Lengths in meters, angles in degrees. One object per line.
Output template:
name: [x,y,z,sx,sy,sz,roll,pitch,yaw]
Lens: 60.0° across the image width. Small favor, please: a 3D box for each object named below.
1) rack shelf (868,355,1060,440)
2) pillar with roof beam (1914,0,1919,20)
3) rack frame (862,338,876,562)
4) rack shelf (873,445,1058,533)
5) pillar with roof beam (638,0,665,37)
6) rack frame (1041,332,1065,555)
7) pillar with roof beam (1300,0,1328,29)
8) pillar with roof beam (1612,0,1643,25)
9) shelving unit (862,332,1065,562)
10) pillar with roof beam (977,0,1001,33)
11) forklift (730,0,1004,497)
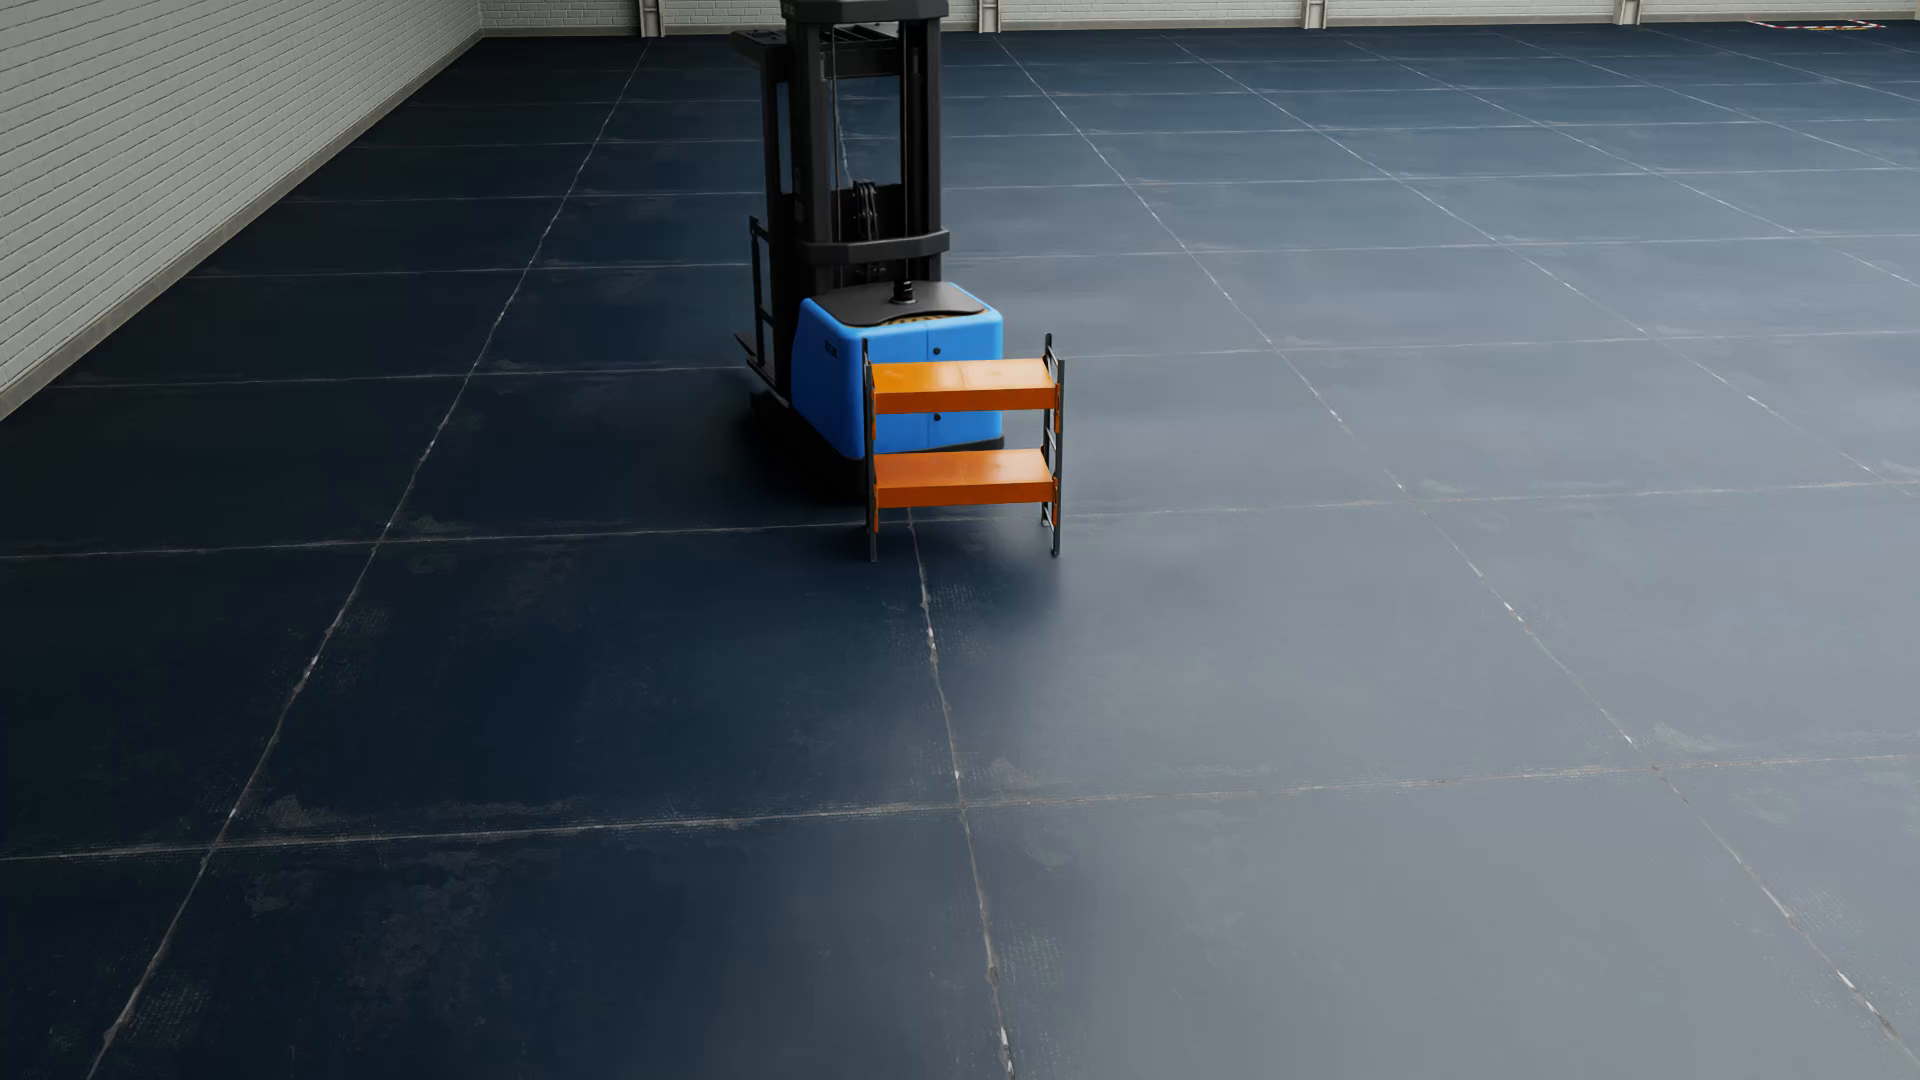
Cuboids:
rack shelf: [0.007,-0.782,9.040,1.000,0.278,0.538,-2,24,-5]
pillar with roof beam: [18.859,-12.284,25.943,0.400,9.000,9.100,-2,24,-5]
rack frame: [-0.499,-0.494,9.113,0.032,1.125,0.500,-2,24,-5]
rack shelf: [0.007,-0.291,9.258,1.000,0.278,0.538,-2,24,-5]
pillar with roof beam: [-5.025,-11.325,23.788,0.400,9.000,9.100,-2,24,-5]
rack frame: [0.513,-0.535,9.204,0.032,1.125,0.500,-2,24,-5]
pillar with roof beam: [6.917,-11.804,24.865,0.400,9.000,9.100,-2,24,-5]
pillar with roof beam: [12.888,-12.044,25.404,0.400,9.000,9.100,-2,24,-5]
shelving unit: [0.007,-0.514,9.159,1.048,1.125,0.538,-2,24,-5]
pillar with roof beam: [0.946,-11.565,24.326,0.400,9.000,9.100,-2,24,-5]
forklift: [-0.771,-2.161,10.639,1.130,2.935,3.031,-10,26,-21]
